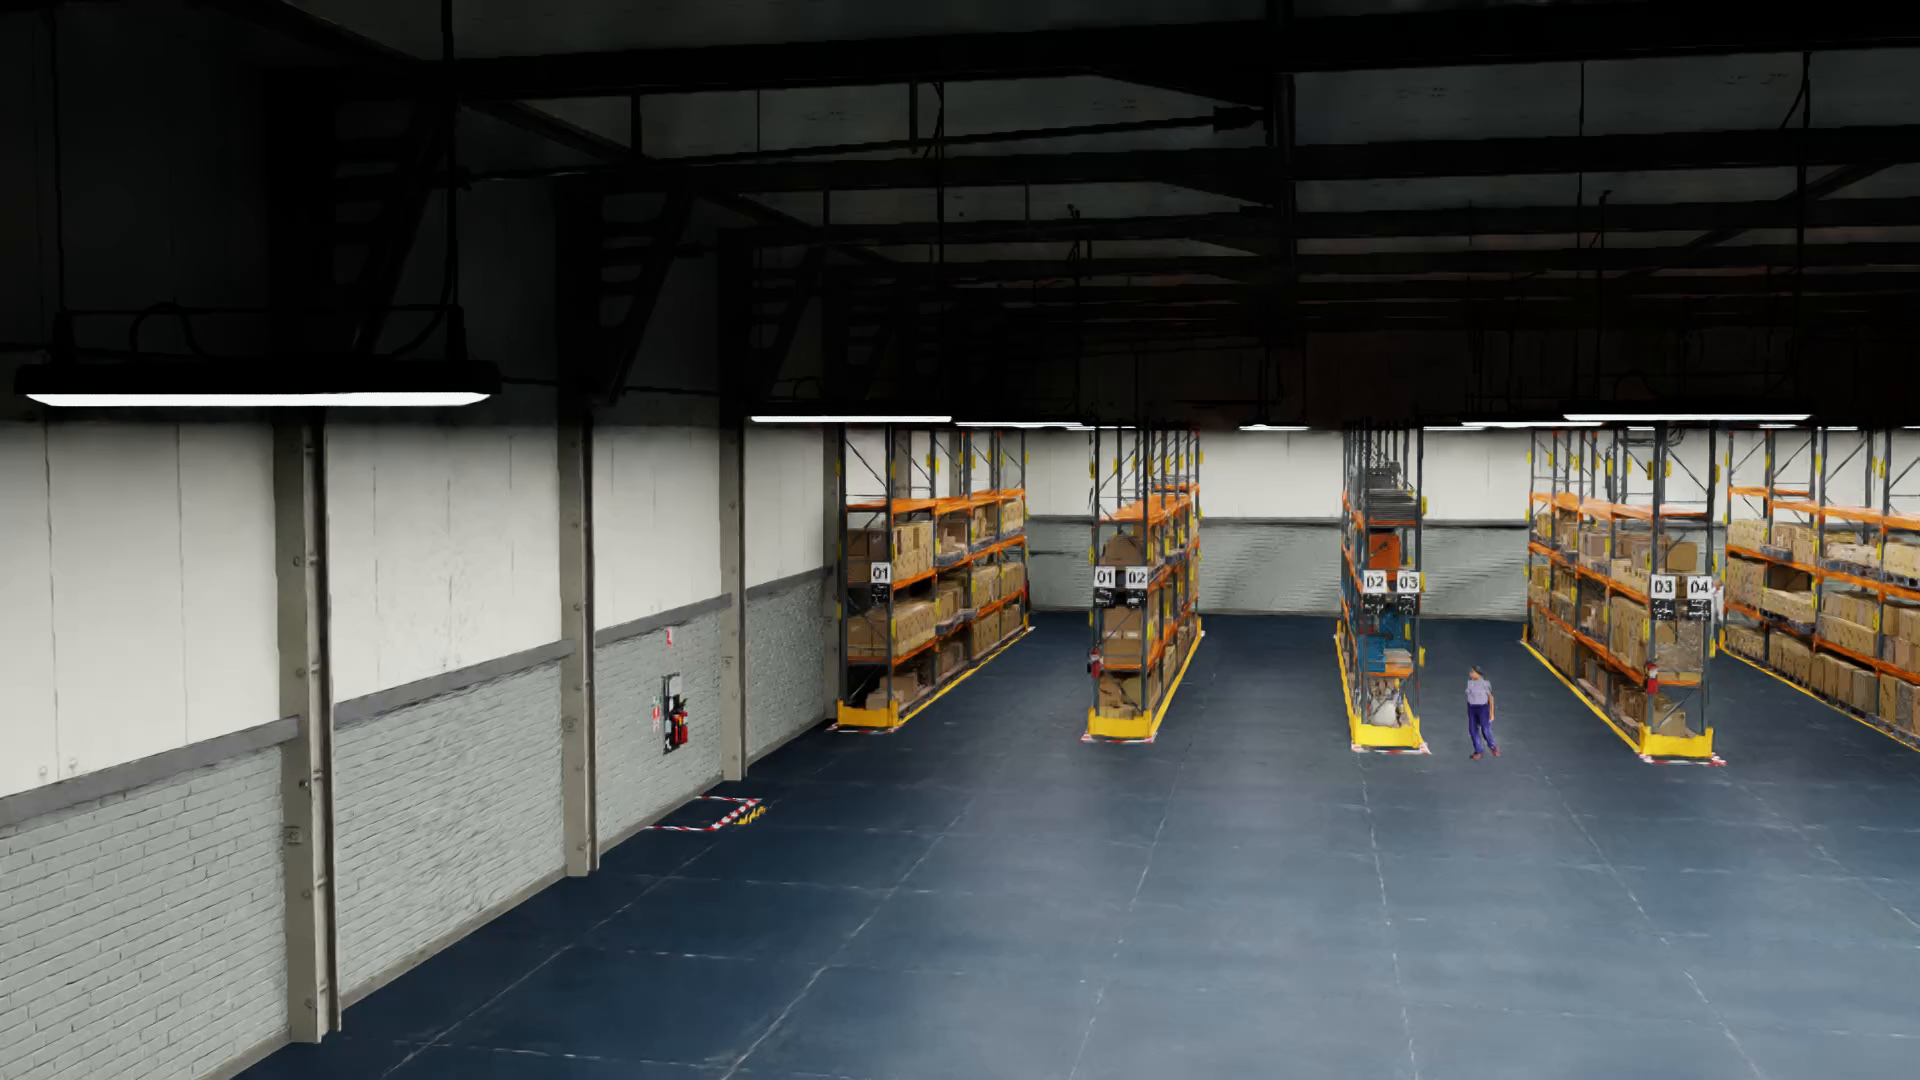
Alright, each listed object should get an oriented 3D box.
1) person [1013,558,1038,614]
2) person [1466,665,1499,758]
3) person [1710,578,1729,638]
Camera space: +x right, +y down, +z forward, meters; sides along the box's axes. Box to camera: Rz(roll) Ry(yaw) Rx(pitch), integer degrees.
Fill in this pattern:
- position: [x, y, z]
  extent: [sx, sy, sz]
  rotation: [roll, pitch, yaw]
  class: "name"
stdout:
- position: [1.967, 1.443, 52.106]
  extent: [0.782, 1.771, 0.614]
  rotation: [-3, 5, -38]
  class: "person"
- position: [9.193, 3.011, 29.253]
  extent: [0.536, 1.637, 0.556]
  rotation: [-3, 5, -41]
  class: "person"
- position: [20.571, 1.902, 45.158]
  extent: [0.761, 1.758, 0.663]
  rotation: [-2, 4, -29]
  class: "person"
